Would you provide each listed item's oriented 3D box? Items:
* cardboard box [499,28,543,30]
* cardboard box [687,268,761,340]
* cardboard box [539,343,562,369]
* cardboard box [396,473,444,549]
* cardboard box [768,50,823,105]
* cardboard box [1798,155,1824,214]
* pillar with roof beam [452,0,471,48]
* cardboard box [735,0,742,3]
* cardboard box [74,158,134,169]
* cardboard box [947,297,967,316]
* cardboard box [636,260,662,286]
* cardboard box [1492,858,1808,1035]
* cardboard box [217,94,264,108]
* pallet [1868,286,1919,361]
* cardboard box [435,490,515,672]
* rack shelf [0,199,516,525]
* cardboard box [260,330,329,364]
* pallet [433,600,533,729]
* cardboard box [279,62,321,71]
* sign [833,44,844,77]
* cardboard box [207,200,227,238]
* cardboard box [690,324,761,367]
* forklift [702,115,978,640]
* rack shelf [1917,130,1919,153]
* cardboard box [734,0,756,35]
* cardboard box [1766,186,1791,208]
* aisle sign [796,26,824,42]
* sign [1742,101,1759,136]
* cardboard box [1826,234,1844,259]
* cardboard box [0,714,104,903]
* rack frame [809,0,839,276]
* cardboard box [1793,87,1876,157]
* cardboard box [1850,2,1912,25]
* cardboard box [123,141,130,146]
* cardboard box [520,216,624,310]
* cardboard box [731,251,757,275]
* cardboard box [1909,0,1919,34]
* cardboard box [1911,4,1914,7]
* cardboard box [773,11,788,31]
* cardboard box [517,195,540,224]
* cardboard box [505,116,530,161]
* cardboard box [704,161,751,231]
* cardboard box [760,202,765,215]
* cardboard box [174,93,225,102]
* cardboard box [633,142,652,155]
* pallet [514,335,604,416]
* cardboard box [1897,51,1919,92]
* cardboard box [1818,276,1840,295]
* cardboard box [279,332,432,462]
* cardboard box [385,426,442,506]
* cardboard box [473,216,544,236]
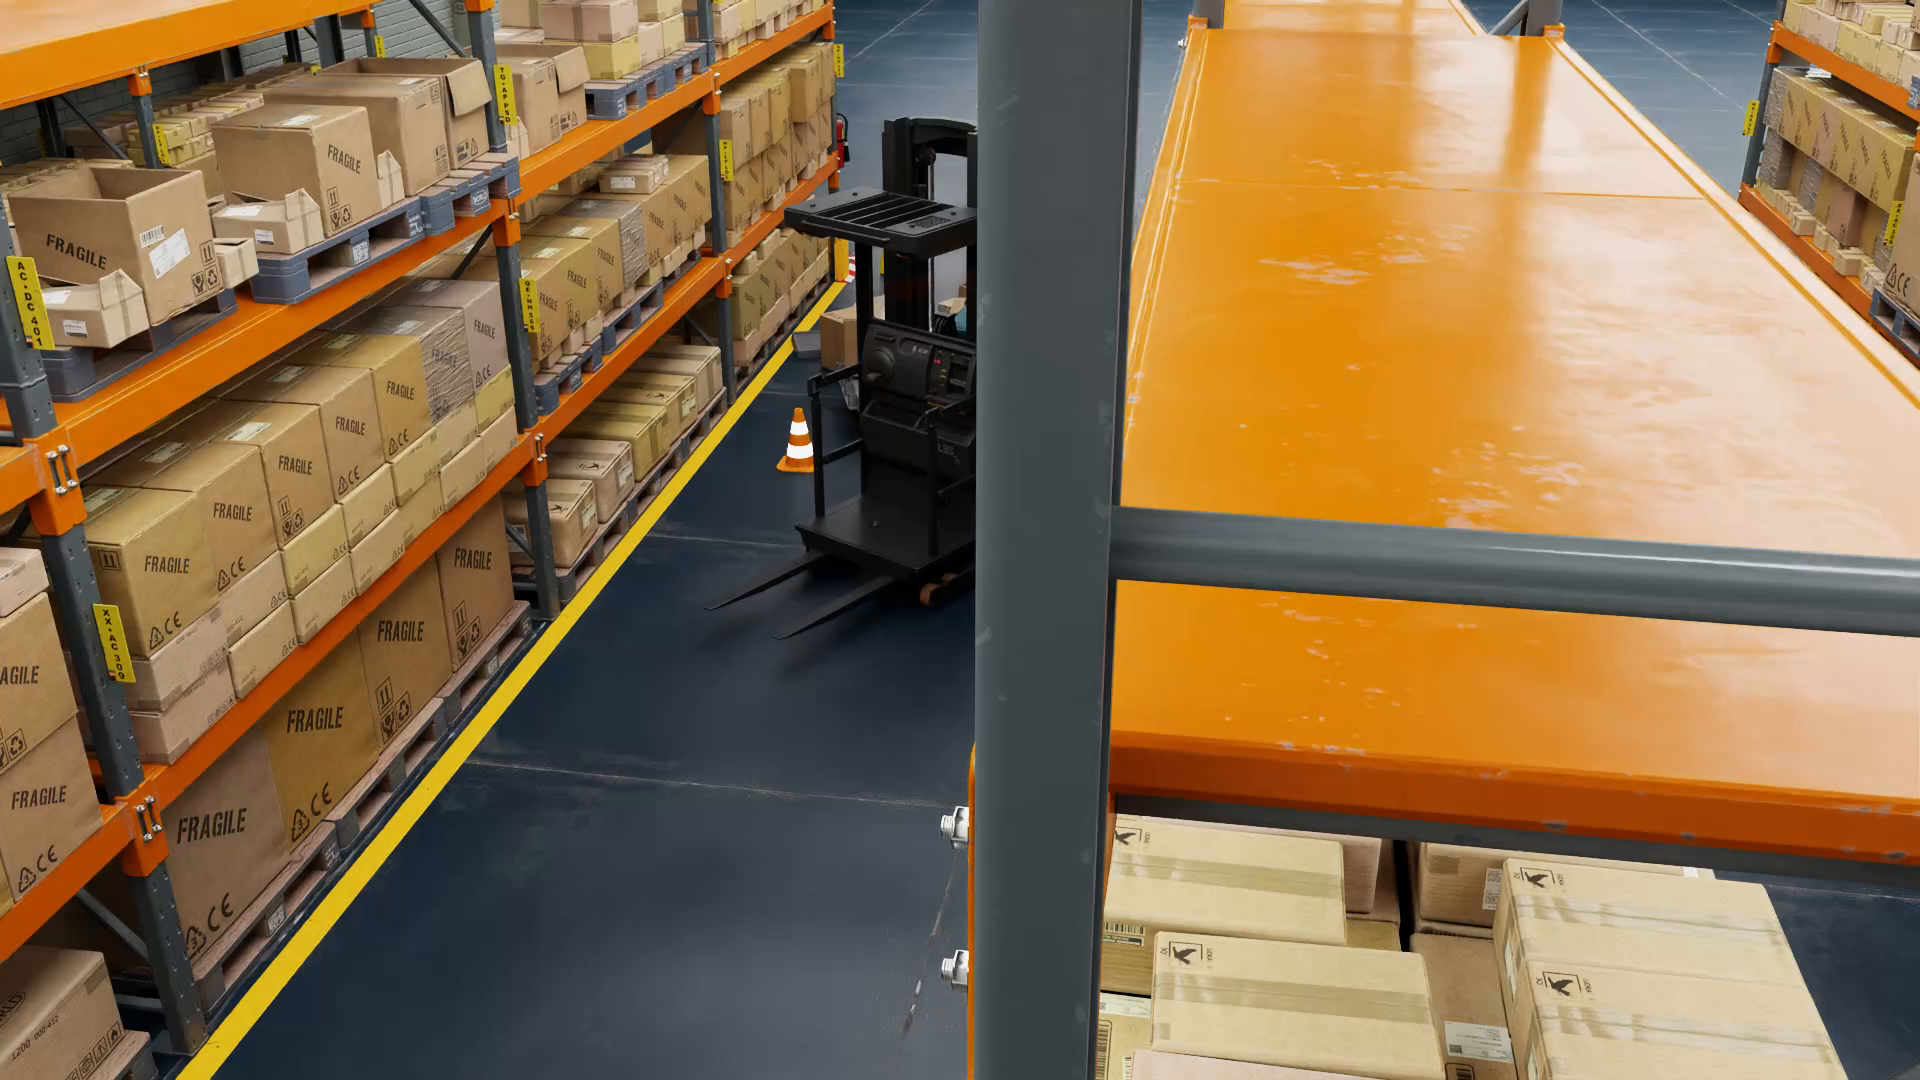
[{"bbox_3d":[-2.999,-3.617,12.083,0.500,0.250,0.500,4,25,8],"label":"cardboard box"},{"bbox_3d":[-2.063,-2.078,14.514,0.500,0.500,0.500,5,26,11],"label":"cardboard box"},{"bbox_3d":[-2.764,-1.208,10.593,0.380,0.149,0.250,2,25,5],"label":"cardboard box"},{"bbox_3d":[-3.073,-0.171,8.753,0.500,0.250,0.500,4,25,8],"label":"cardboard box"},{"bbox_3d":[-1.731,-4.431,16.030,0.700,0.500,0.500,4,25,9],"label":"cardboard box"},{"bbox_3d":[7.800,-3.080,14.323,0.875,0.500,0.500,4,25,9],"label":"cardboard box"},{"bbox_3d":[-2.445,-9.280,20.961,9.100,9.000,0.400,4,25,9],"label":"pillar with roof beam"},{"bbox_3d":[-1.987,-4.501,13.645,0.380,0.149,0.250,3,25,7],"label":"cardboard box"},{"bbox_3d":[-7.160,-3.088,13.927,0.380,0.149,0.250,5,26,10],"label":"cardboard box"},{"bbox_3d":[0.293,-1.867,14.986,0.797,0.637,0.503,4,25,9],"label":"cardboard box"},{"bbox_3d":[-2.419,-1.982,12.246,0.380,0.149,0.250,4,25,8],"label":"cardboard box"},{"bbox_3d":[1.006,0.622,2.462,0.380,0.149,0.250,4,25,9],"label":"cardboard box"},{"bbox_3d":[-6.823,-4.144,15.831,0.380,0.149,0.250,4,25,9],"label":"cardboard box"},{"bbox_3d":[7.082,-1.482,11.605,1.003,0.211,1.213,4,25,9],"label":"pallet"},{"bbox_3d":[-3.275,0.163,9.875,0.875,0.875,0.875,4,25,8],"label":"cardboard box"},{"bbox_3d":[-3.407,-1.089,7.848,1.077,0.370,4.000,4,25,9],"label":"rack shelf"},{"bbox_3d":[-3.573,-0.778,8.576,0.500,0.500,0.500,5,25,10],"label":"cardboard box"},{"bbox_3d":[-3.283,0.695,10.016,1.003,0.211,1.213,4,25,9],"label":"pallet"},{"bbox_3d":[-6.936,-4.929,17.507,0.380,0.149,0.250,4,25,8],"label":"cardboard box"},{"bbox_3d":[-1.228,-4.859,16.854,0.100,0.325,0.005,4,25,9],"label":"sign"},{"bbox_3d":[-3.573,-1.464,7.580,0.380,0.166,0.250,6,26,13],"label":"cardboard box"},{"bbox_3d":[-2.063,-1.738,14.673,0.500,0.250,0.500,3,25,6],"label":"cardboard box"},{"bbox_3d":[-0.395,-1.120,10.685,1.130,2.935,3.031,19,31,35],"label":"forklift"},{"bbox_3d":[7.024,-2.075,9.955,1.077,0.370,4.000,4,25,9],"label":"rack shelf"},{"bbox_3d":[-2.009,-4.372,13.840,0.500,0.250,0.500,4,25,8],"label":"cardboard box"},{"bbox_3d":[7.607,-3.128,15.192,0.380,0.149,0.250,4,25,9],"label":"cardboard box"},{"bbox_3d":[-1.476,-5.421,16.727,0.394,0.787,0.004,4,25,9],"label":"aisle sign"},{"bbox_3d":[7.469,-3.981,15.696,0.100,0.325,0.005,4,25,9],"label":"sign"},{"bbox_3d":[7.349,-2.395,13.624,0.380,0.149,0.250,4,25,9],"label":"cardboard box"},{"bbox_3d":[-3.557,0.947,6.071,0.500,0.500,0.500,4,25,9],"label":"cardboard box"},{"bbox_3d":[-1.772,-4.238,17.266,1.000,3.000,0.127,4,25,9],"label":"rack frame"},{"bbox_3d":[7.477,-3.555,14.159,0.500,0.500,0.500,4,25,9],"label":"cardboard box"},{"bbox_3d":[7.490,-4.274,13.512,0.380,0.149,0.250,4,25,8],"label":"cardboard box"},{"bbox_3d":[-7.518,-3.506,14.819,0.380,0.149,0.250,3,25,7],"label":"cardboard box"},{"bbox_3d":[-2.620,-1.876,11.255,0.500,0.500,0.500,4,25,9],"label":"cardboard box"},{"bbox_3d":[-1.984,-2.420,14.480,0.380,0.149,0.250,4,25,9],"label":"cardboard box"},{"bbox_3d":[7.173,-3.849,11.839,0.500,0.500,0.500,3,25,7],"label":"cardboard box"},{"bbox_3d":[8.047,-4.341,13.655,0.380,0.149,0.250,3,25,6],"label":"cardboard box"},{"bbox_3d":[-1.762,-4.669,14.944,0.380,0.149,0.250,4,25,8],"label":"cardboard box"},{"bbox_3d":[-3.091,-2.260,11.311,0.380,0.149,0.250,3,25,6],"label":"cardboard box"},{"bbox_3d":[-2.819,-2.417,9.995,0.396,0.266,0.258,4,25,9],"label":"cardboard box"},{"bbox_3d":[-2.079,-2.910,13.960,0.500,0.500,0.500,4,25,8],"label":"cardboard box"},{"bbox_3d":[-1.967,-2.998,14.913,0.380,0.149,0.250,4,25,8],"label":"cardboard box"},{"bbox_3d":[-7.256,-4.173,15.893,0.380,0.149,0.250,5,25,10],"label":"cardboard box"},{"bbox_3d":[-2.522,-3.164,14.503,0.500,0.500,0.500,5,26,10],"label":"cardboard box"},{"bbox_3d":[-3.069,-1.111,10.811,1.213,0.211,1.003,4,25,9],"label":"pallet"},{"bbox_3d":[7.168,-3.378,12.067,0.500,0.250,0.500,5,26,10],"label":"cardboard box"},{"bbox_3d":[7.822,-2.097,15.146,0.500,0.500,0.500,11,27,22],"label":"cardboard box"},{"bbox_3d":[-3.070,-0.734,8.482,0.500,0.500,0.500,4,25,9],"label":"cardboard box"},{"bbox_3d":[-3.052,-0.400,8.654,0.500,0.250,0.500,3,25,7],"label":"cardboard box"},{"bbox_3d":[-3.125,-1.900,11.307,0.500,0.500,0.500,2,25,5],"label":"cardboard box"}]
